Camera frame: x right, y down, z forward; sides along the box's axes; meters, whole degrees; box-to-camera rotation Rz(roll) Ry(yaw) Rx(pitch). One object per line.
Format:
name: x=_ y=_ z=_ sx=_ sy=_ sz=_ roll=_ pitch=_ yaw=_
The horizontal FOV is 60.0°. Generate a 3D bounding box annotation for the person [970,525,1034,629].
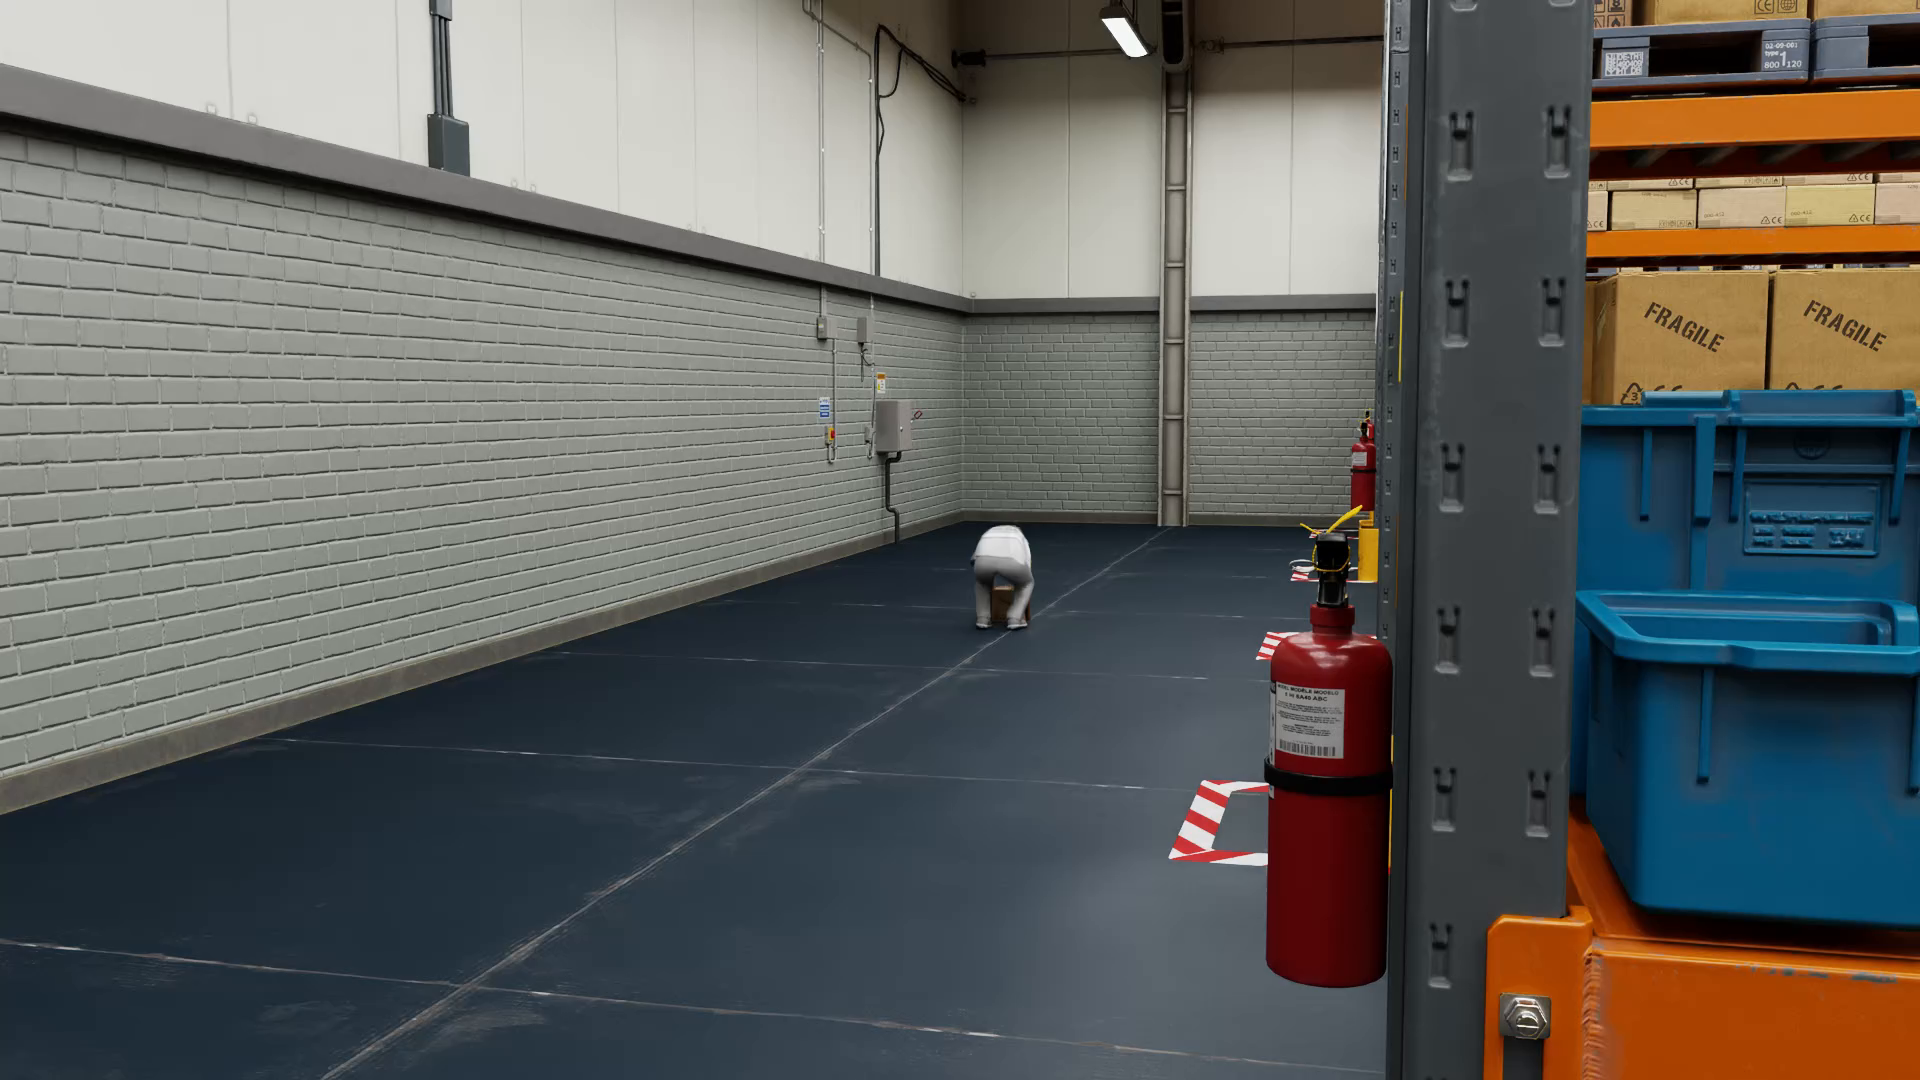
person: x=0.341 y=0.286 z=12.802 sx=0.460 sy=0.776 sz=0.927 roll=1 pitch=5 yaw=12
